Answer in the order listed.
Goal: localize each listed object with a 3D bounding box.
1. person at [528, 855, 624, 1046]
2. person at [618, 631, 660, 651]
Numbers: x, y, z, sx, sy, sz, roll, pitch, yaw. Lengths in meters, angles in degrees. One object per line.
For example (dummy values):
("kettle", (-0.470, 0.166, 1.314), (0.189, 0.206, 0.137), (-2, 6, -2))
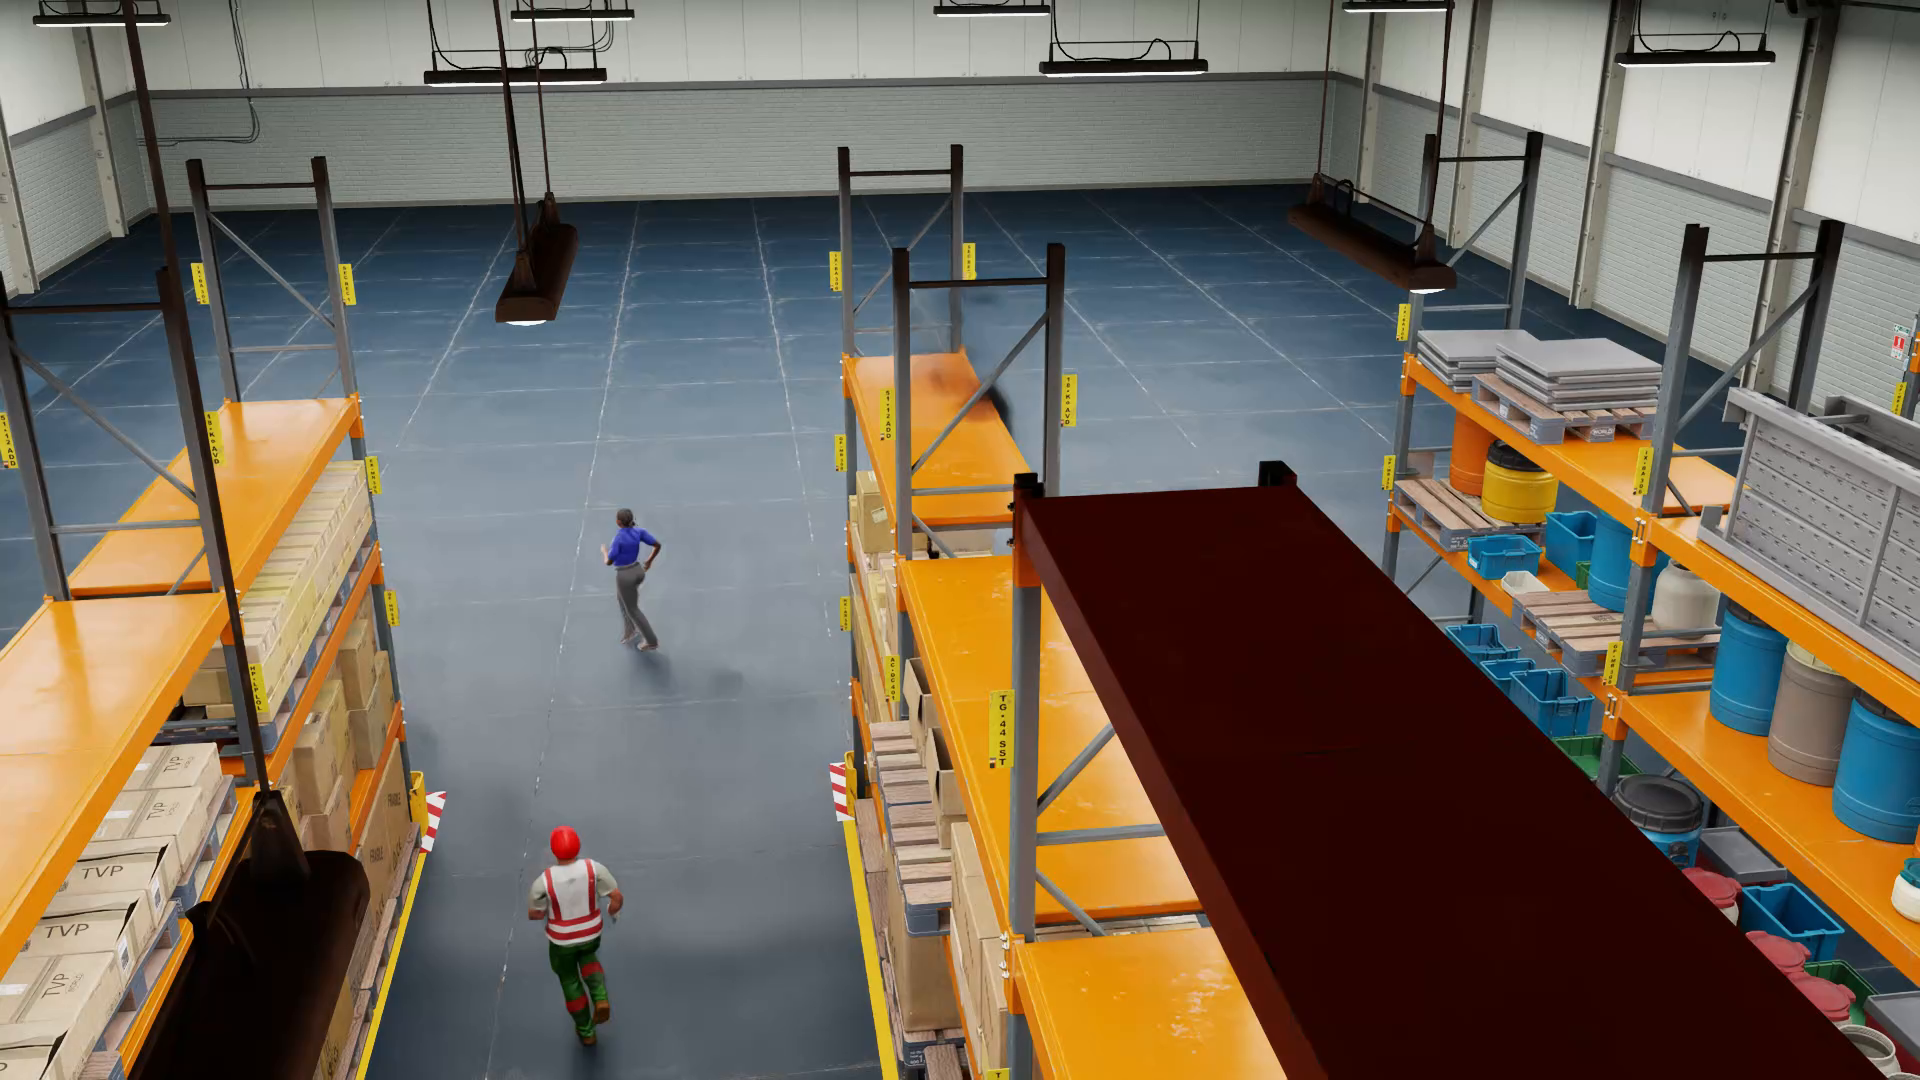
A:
("person", (-2.806, 2.888, 12.133), (0.650, 1.618, 0.536), (-10, 24, -24))
("person", (-3.594, 1.088, 18.525), (0.665, 0.355, 0.278), (11, 24, 25))
